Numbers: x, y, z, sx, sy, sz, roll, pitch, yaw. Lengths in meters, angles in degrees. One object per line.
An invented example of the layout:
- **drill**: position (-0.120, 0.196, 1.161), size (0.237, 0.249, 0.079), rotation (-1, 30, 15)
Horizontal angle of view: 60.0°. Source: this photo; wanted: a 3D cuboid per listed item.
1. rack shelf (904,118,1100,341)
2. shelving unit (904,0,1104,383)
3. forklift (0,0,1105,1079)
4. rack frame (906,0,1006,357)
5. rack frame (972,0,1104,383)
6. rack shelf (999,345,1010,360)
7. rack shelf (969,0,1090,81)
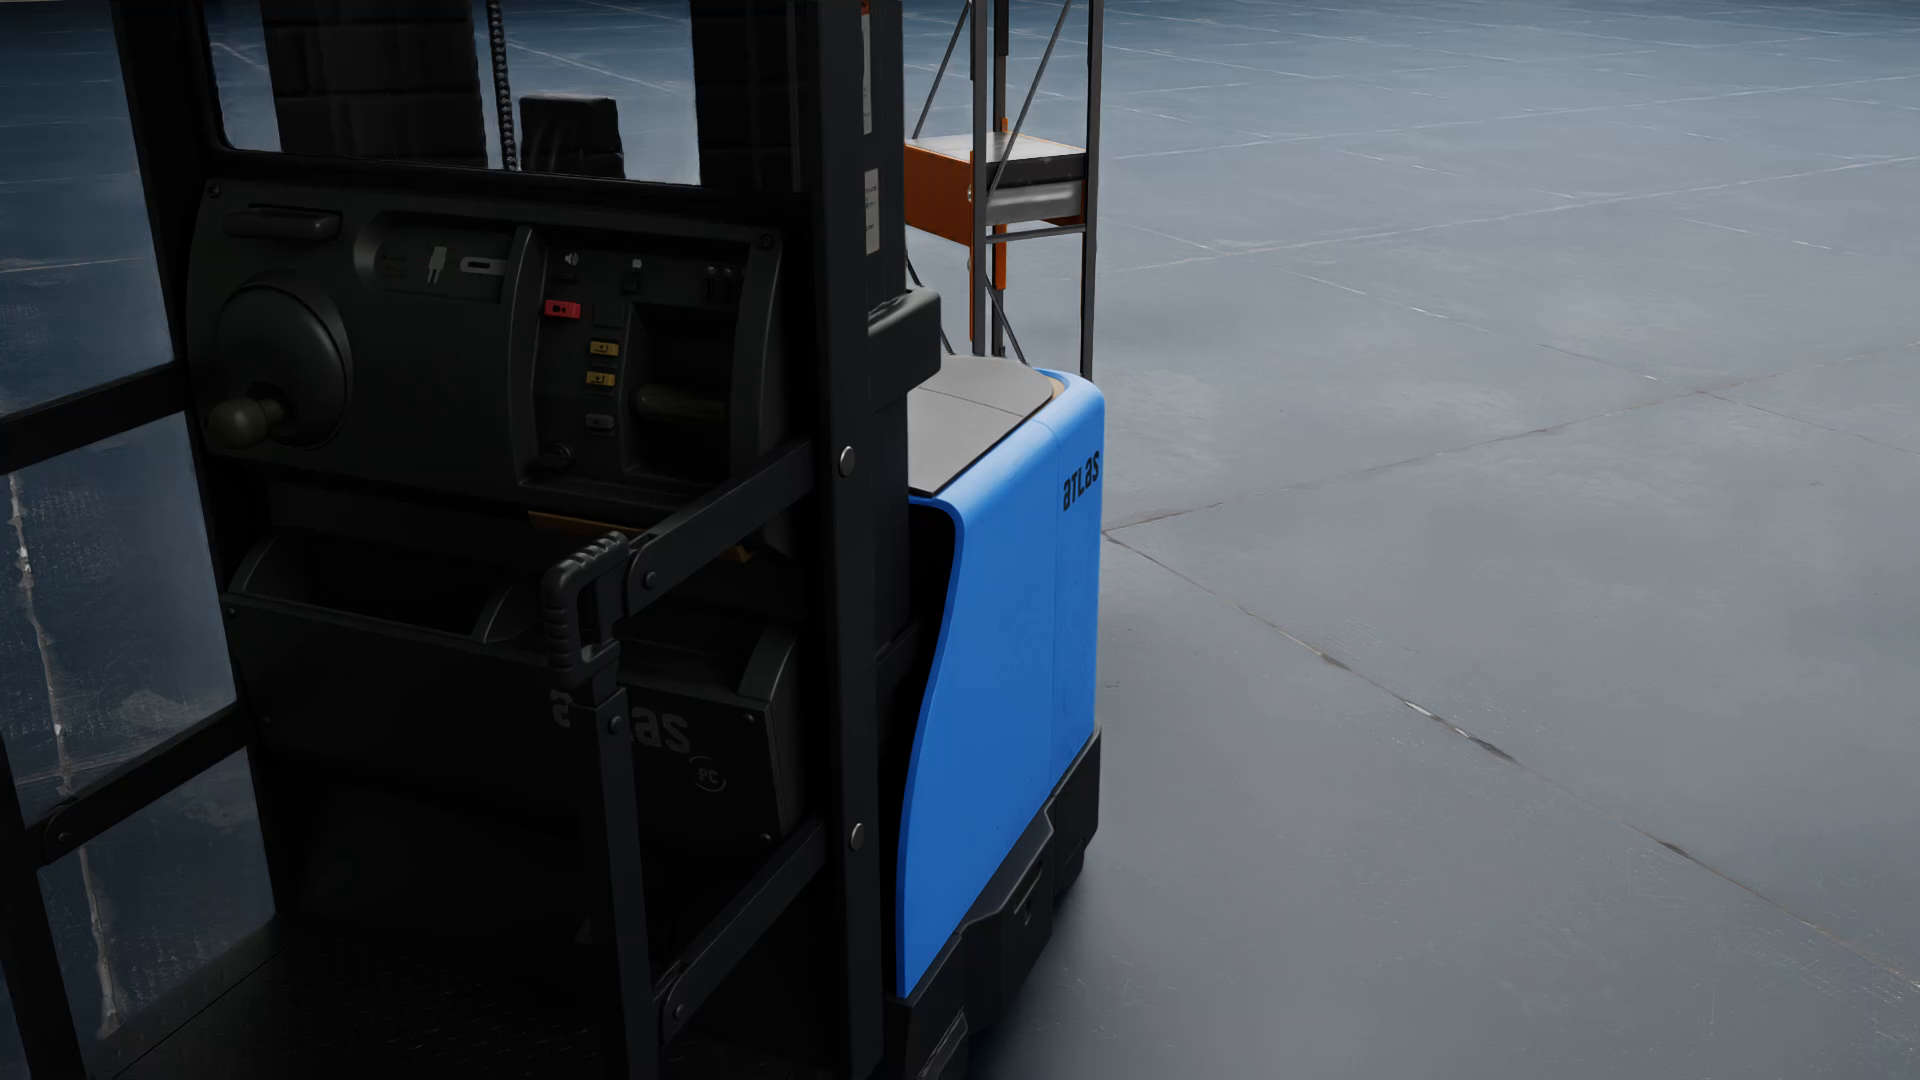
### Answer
- **rack shelf**: position (0.085, -0.906, 4.789), size (0.431, 0.518, 0.480), rotation (-13, 25, -28)
- **shelving unit**: position (0.085, -0.919, 4.784), size (0.431, 2.100, 0.503), rotation (-13, 25, -28)
- **forklift**: position (-0.733, -0.248, 2.028), size (1.130, 2.935, 3.031), rotation (9, 24, 21)
- **rack frame**: position (-0.040, -0.998, 4.979), size (0.400, 2.100, 0.015), rotation (-13, 25, -28)
- **rack frame**: position (0.209, -0.840, 4.590), size (0.400, 2.100, 0.015), rotation (-13, 25, -28)
- **rack shelf**: position (0.085, -0.258, 5.053), size (0.431, 0.518, 0.480), rotation (-13, 25, -28)
- **rack shelf**: position (0.085, -1.555, 4.526), size (0.431, 0.518, 0.480), rotation (-13, 25, -28)
